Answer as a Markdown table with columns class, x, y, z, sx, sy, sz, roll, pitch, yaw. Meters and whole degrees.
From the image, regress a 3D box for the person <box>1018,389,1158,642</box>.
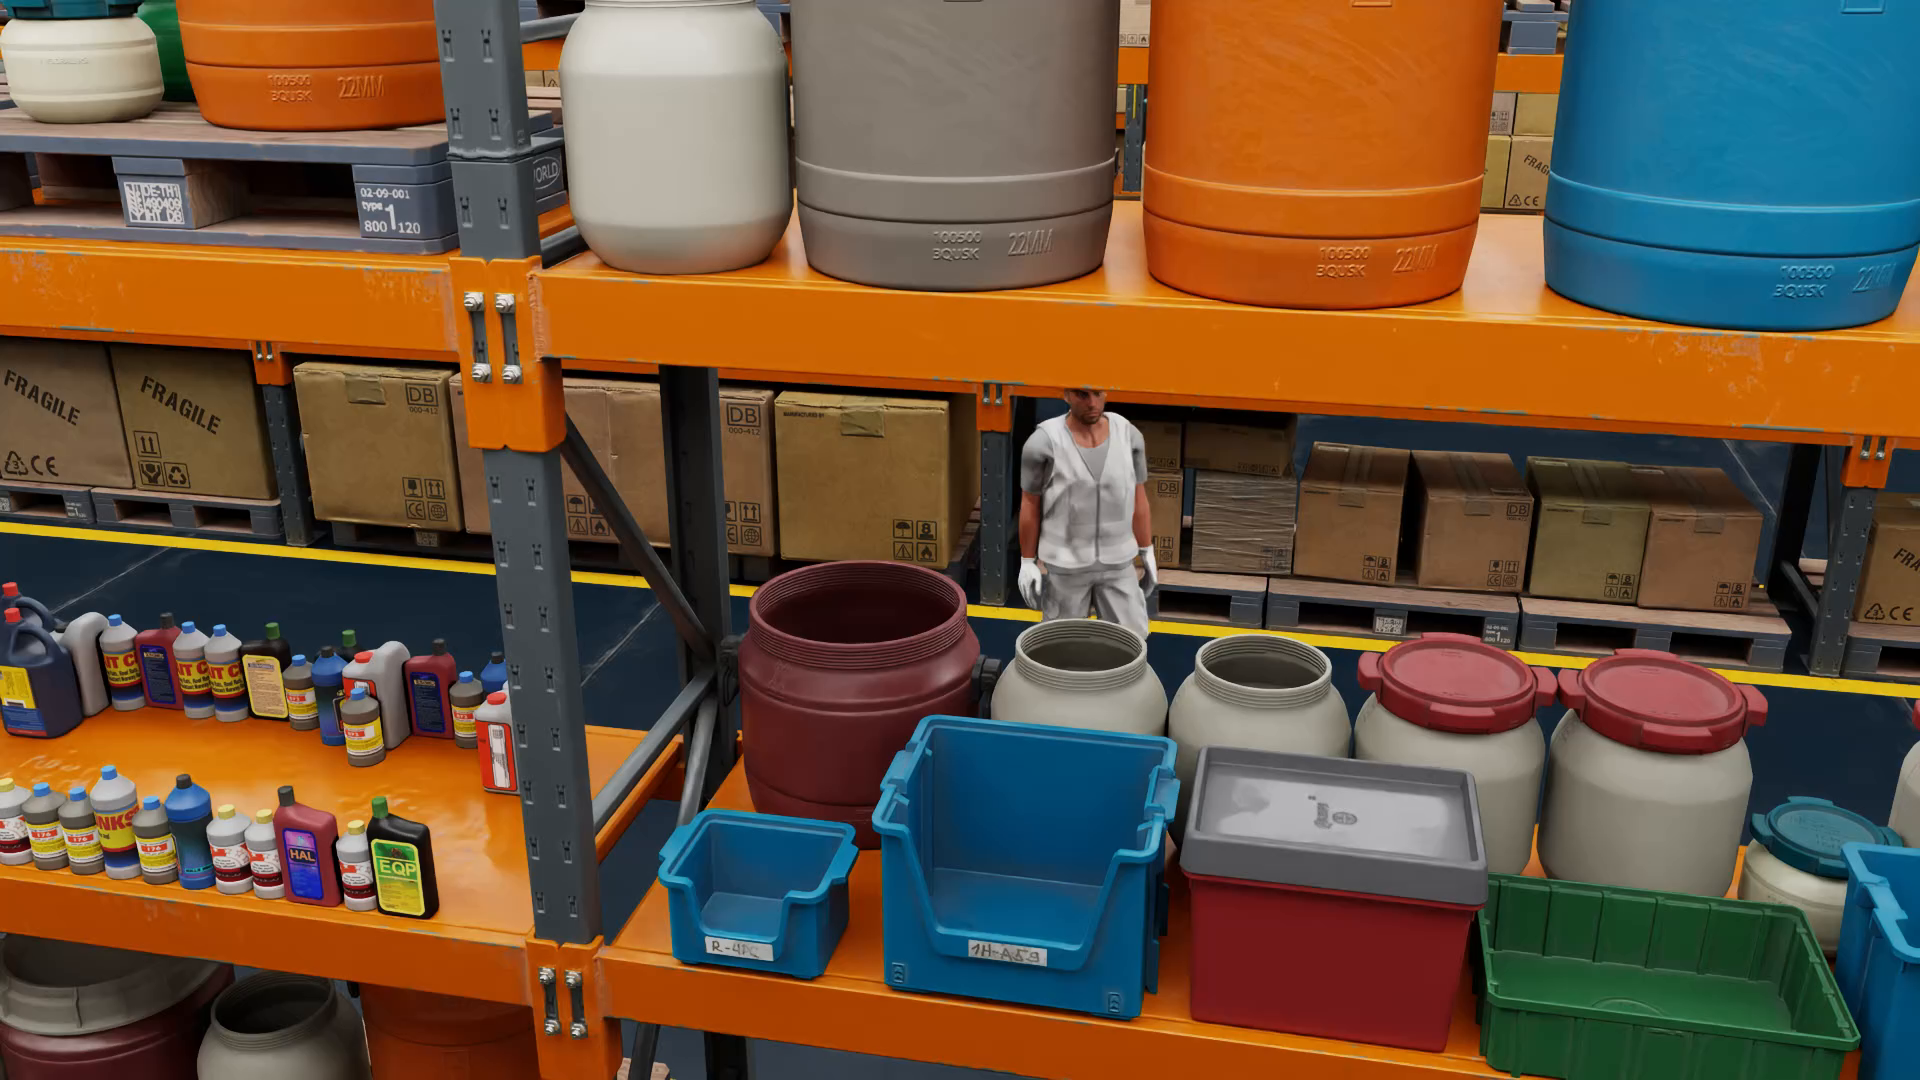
| class | x | y | z | sx | sy | sz | roll | pitch | yaw |
| --- | --- | --- | --- | --- | --- | --- | --- | --- | --- |
| person | 0.552 | 0.142 | 6.664 | 0.577 | 1.788 | 0.587 | -5 | 22 | -11 |
